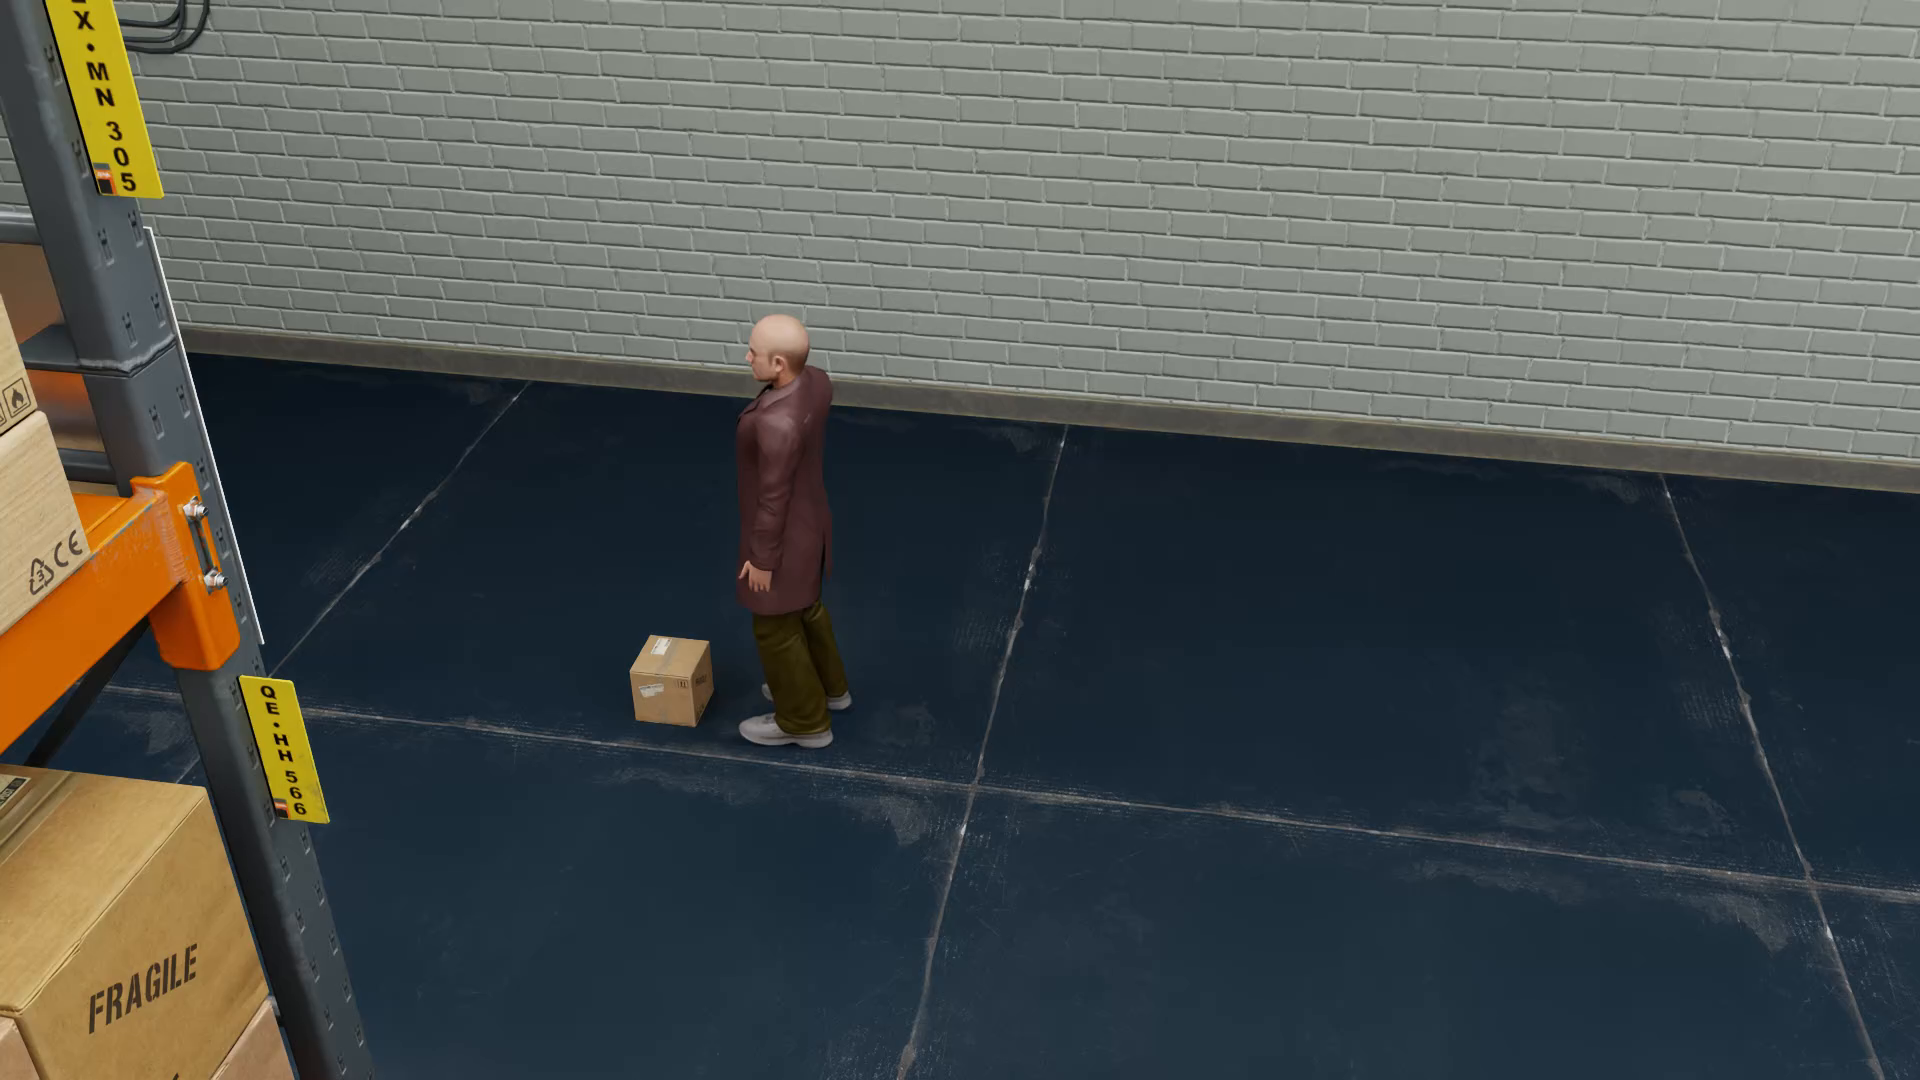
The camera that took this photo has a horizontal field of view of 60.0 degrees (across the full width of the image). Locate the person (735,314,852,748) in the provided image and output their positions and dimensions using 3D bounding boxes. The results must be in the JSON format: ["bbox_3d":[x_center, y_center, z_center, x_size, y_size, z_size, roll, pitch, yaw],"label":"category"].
[{"bbox_3d":[-0.660,-0.019,6.185,0.389,1.775,0.562,6,32,9],"label":"person"}]
